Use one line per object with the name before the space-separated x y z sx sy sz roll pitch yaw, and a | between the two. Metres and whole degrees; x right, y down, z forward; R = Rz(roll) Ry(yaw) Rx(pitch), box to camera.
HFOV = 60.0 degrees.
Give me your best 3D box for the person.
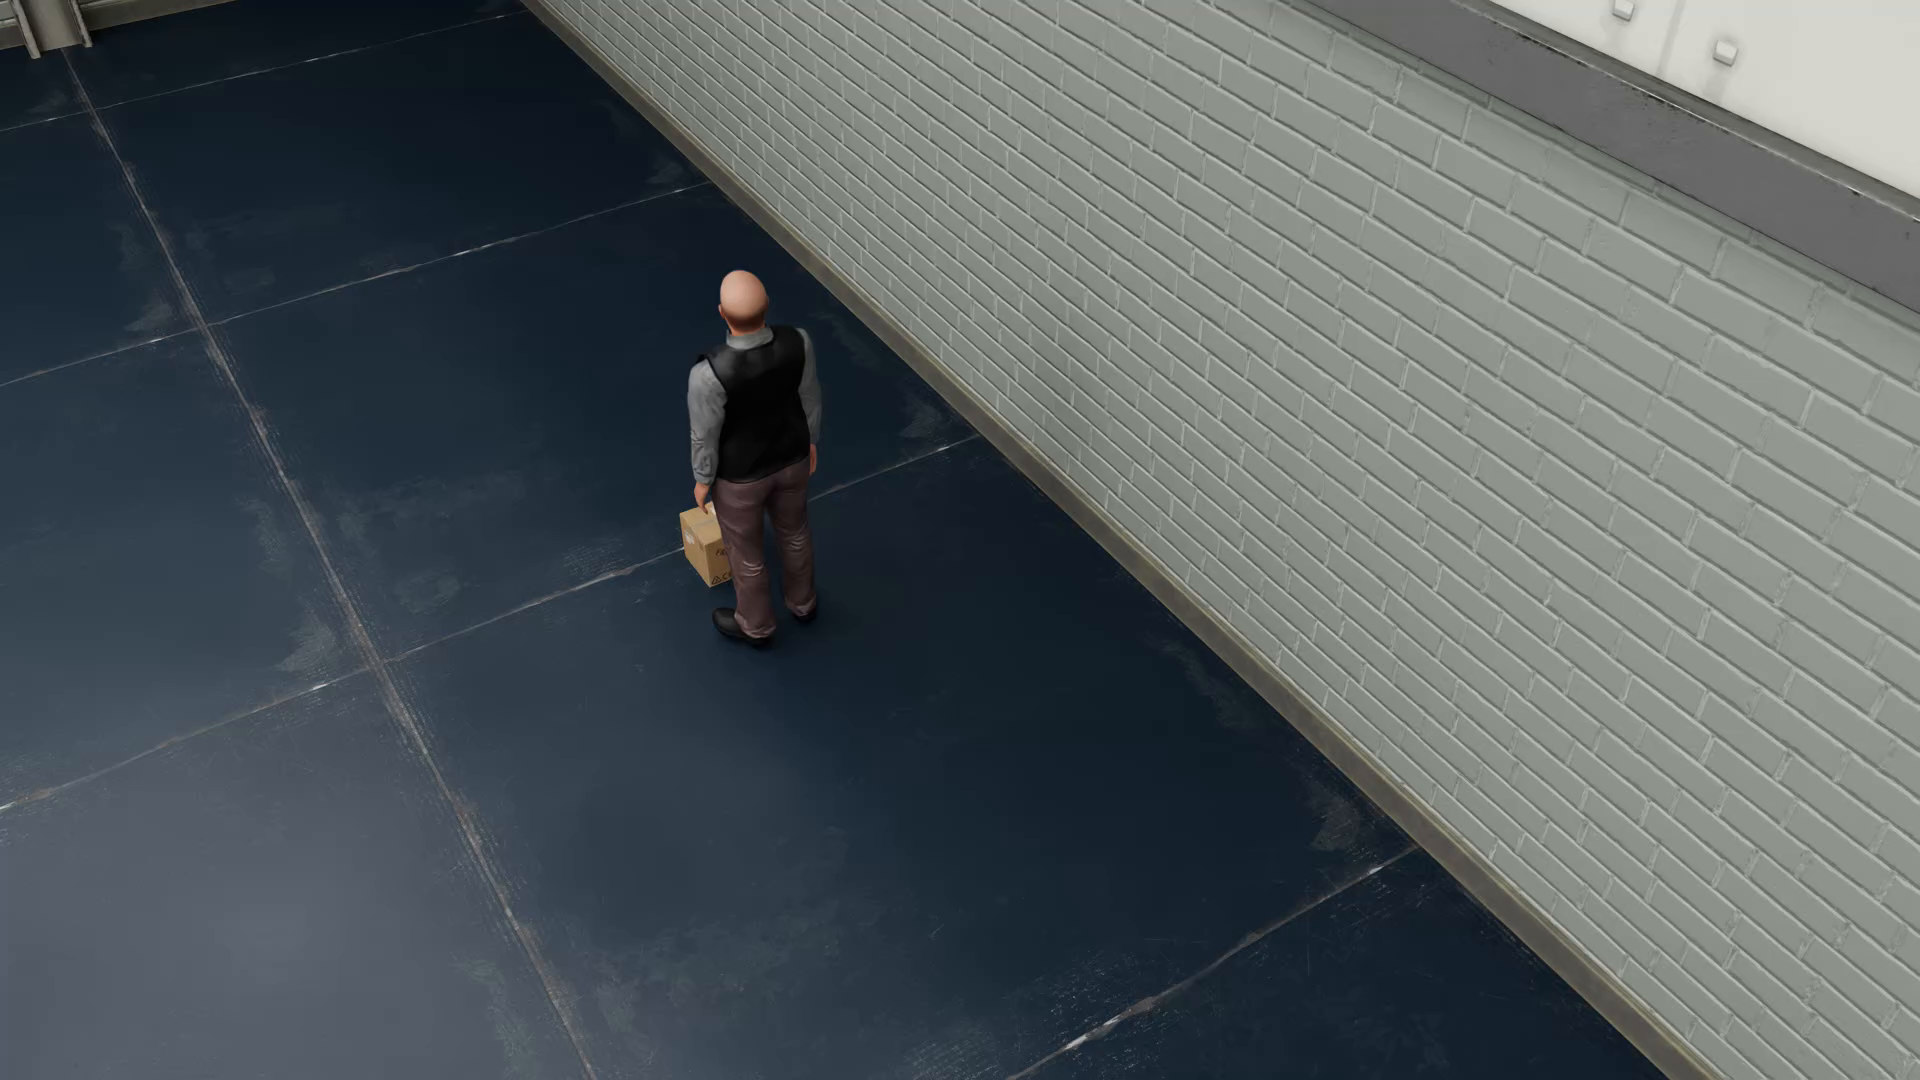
person | -0.804 -0.309 6.499 0.548 1.726 0.378 -26 47 -27
